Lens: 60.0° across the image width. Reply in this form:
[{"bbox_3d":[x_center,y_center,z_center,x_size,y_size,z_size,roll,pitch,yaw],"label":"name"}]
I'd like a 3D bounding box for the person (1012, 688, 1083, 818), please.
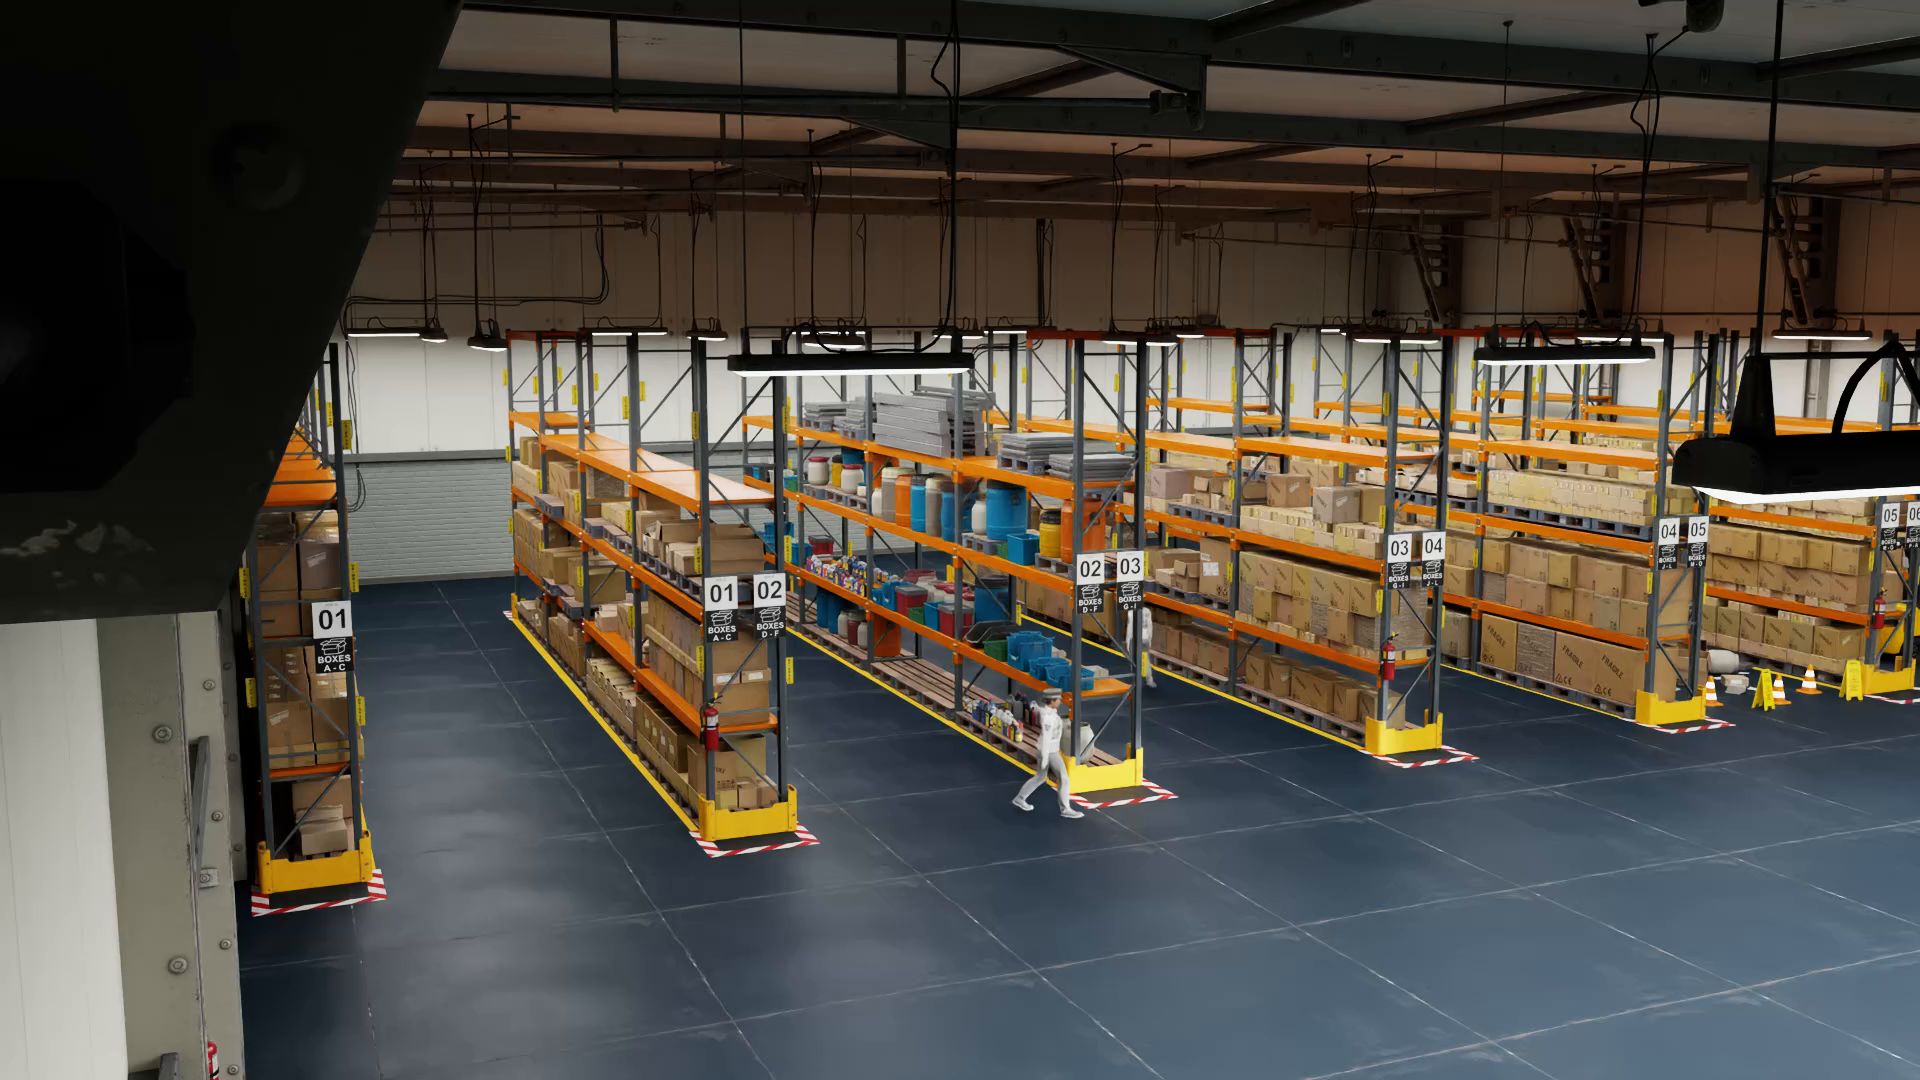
[{"bbox_3d":[1.105,2.673,21.025,0.854,1.624,0.489,-1,8,-6],"label":"person"}]

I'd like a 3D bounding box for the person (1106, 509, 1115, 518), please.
[{"bbox_3d":[3.989,-0.484,43.700,0.614,1.697,1.199,1,8,10],"label":"person"}]

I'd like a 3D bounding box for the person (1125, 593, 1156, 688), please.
[{"bbox_3d":[3.028,1.710,27.993,0.512,1.674,0.516,-4,9,-24],"label":"person"}]
